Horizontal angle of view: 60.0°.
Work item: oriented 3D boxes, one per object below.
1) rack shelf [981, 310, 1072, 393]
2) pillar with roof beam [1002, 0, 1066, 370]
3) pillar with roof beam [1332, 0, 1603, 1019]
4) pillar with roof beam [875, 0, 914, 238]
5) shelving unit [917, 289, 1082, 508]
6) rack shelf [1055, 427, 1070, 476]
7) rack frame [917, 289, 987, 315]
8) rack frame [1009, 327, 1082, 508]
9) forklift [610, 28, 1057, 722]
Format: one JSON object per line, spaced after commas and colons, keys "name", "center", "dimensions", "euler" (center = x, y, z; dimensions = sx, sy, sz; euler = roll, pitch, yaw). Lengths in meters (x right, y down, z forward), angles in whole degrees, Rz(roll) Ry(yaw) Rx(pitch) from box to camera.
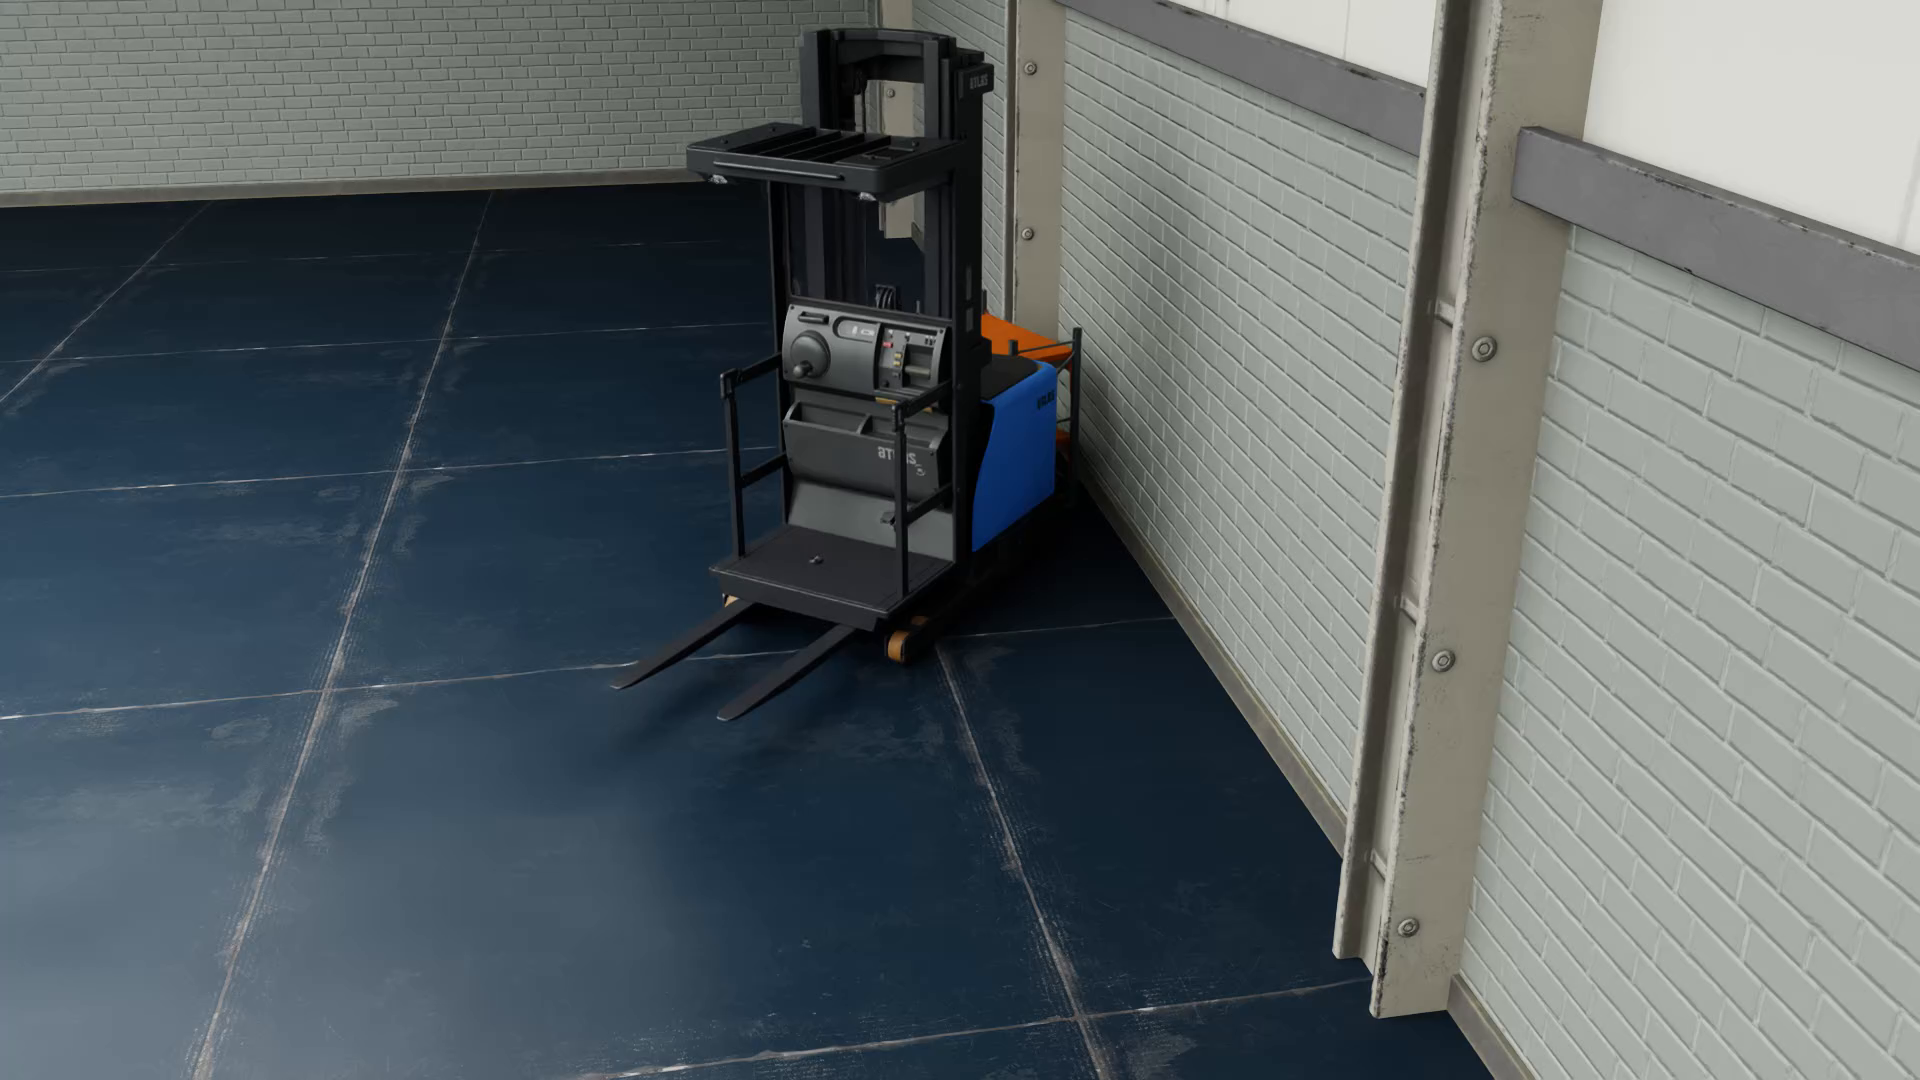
{"name": "rack shelf", "center": [0.225, -1.124, 10.188], "dimensions": [0.538, 0.278, 1.000], "euler": [-14, 27, -30]}
{"name": "pillar with roof beam", "center": [-3.759, -4.563, 8.954], "dimensions": [9.100, 9.000, 0.400], "euler": [-4, 24, -10]}
{"name": "pillar with roof beam", "center": [-2.649, -2.203, 3.551], "dimensions": [9.100, 9.000, 0.400], "euler": [-4, 24, -10]}
{"name": "pillar with roof beam", "center": [-4.868, -6.923, 14.358], "dimensions": [9.100, 9.000, 0.400], "euler": [-4, 24, -10]}
{"name": "shelving unit", "center": [0.225, -0.856, 10.305], "dimensions": [0.538, 1.125, 1.048], "euler": [-14, 27, -30]}
{"name": "rack shelf", "center": [0.225, -0.632, 10.403], "dimensions": [0.538, 0.278, 1.000], "euler": [-14, 27, -30]}
{"name": "rack frame", "center": [-0.049, -1.027, 10.697], "dimensions": [0.500, 1.125, 0.032], "euler": [-14, 27, -30]}
{"name": "rack frame", "center": [0.500, -0.685, 9.912], "dimensions": [0.500, 1.125, 0.032], "euler": [-14, 27, -30]}
{"name": "forklift", "center": [-0.591, -0.931, 8.221], "dimensions": [1.130, 2.935, 3.031], "euler": [12, 27, 26]}
